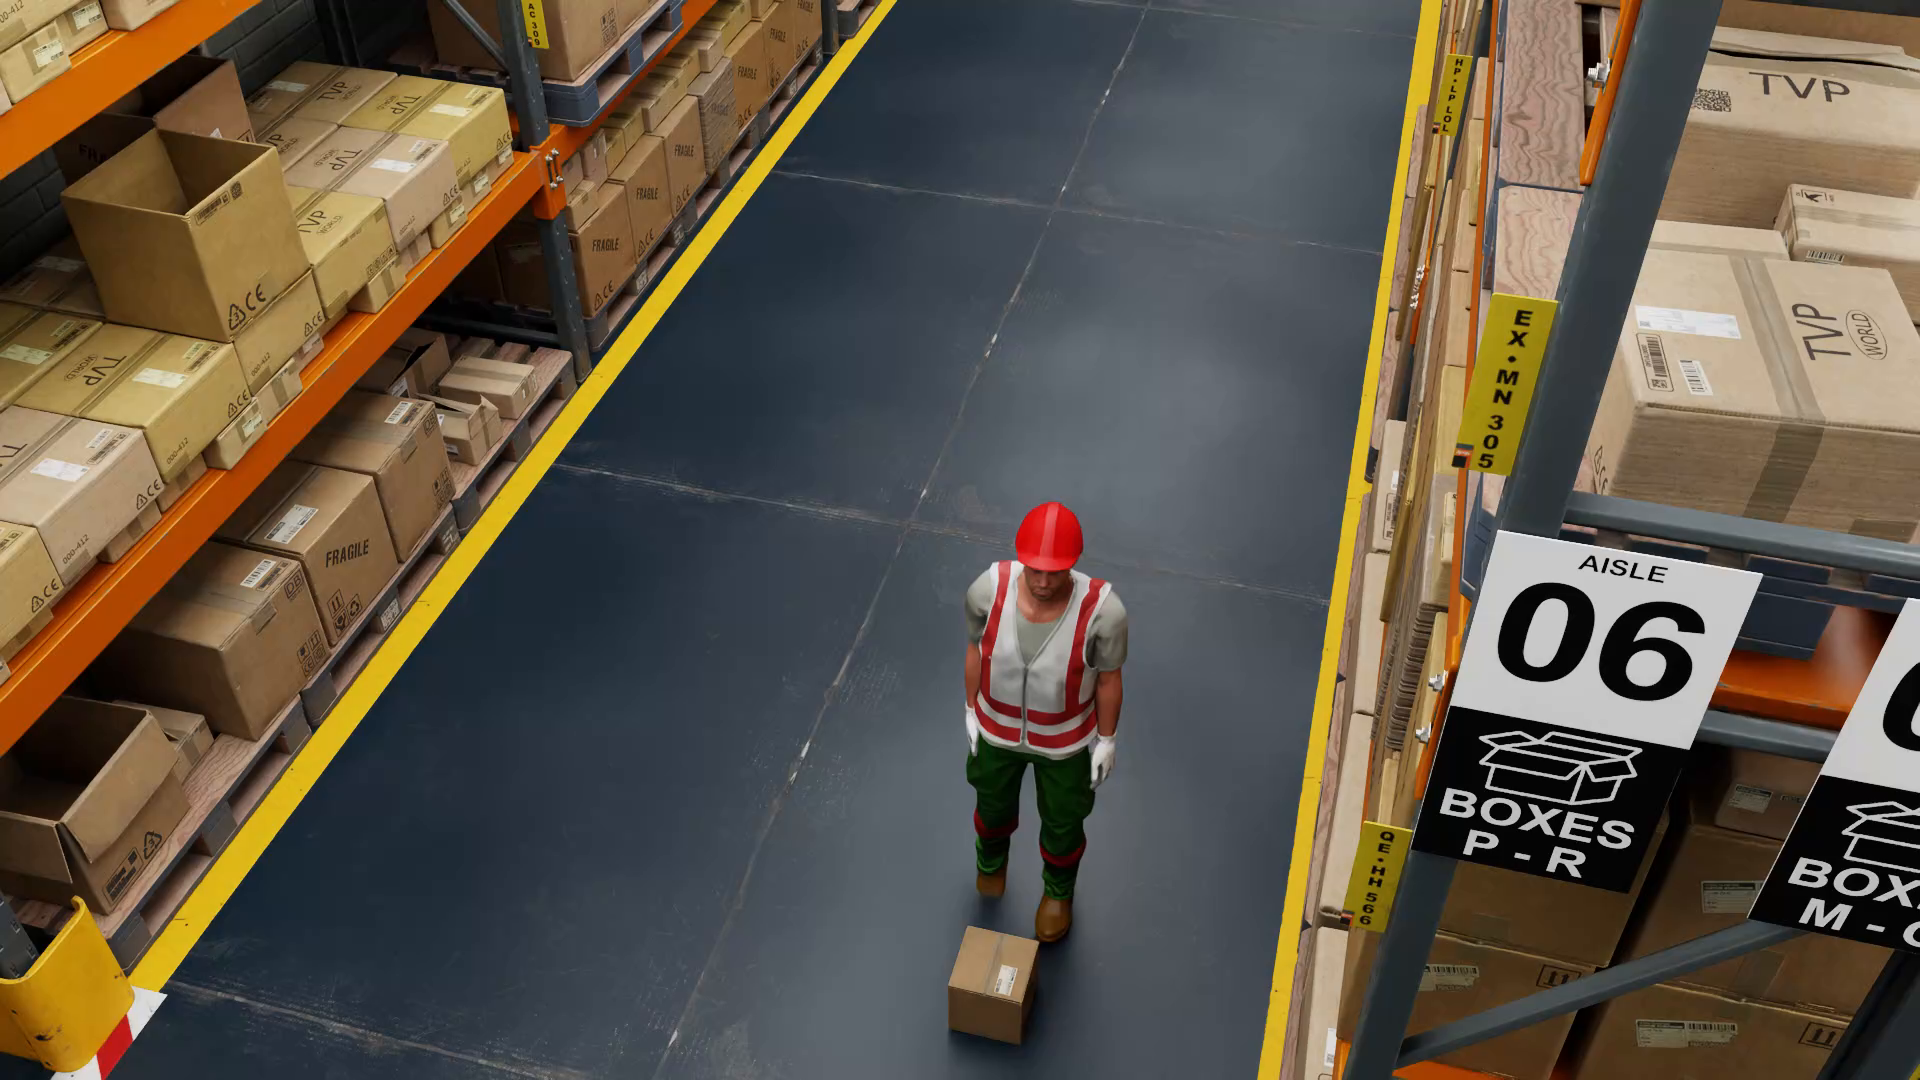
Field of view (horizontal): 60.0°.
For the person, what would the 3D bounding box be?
[{"bbox_3d":[0.252,0.636,5.434,0.527,1.836,0.374,11,42,12],"label":"person"}]
